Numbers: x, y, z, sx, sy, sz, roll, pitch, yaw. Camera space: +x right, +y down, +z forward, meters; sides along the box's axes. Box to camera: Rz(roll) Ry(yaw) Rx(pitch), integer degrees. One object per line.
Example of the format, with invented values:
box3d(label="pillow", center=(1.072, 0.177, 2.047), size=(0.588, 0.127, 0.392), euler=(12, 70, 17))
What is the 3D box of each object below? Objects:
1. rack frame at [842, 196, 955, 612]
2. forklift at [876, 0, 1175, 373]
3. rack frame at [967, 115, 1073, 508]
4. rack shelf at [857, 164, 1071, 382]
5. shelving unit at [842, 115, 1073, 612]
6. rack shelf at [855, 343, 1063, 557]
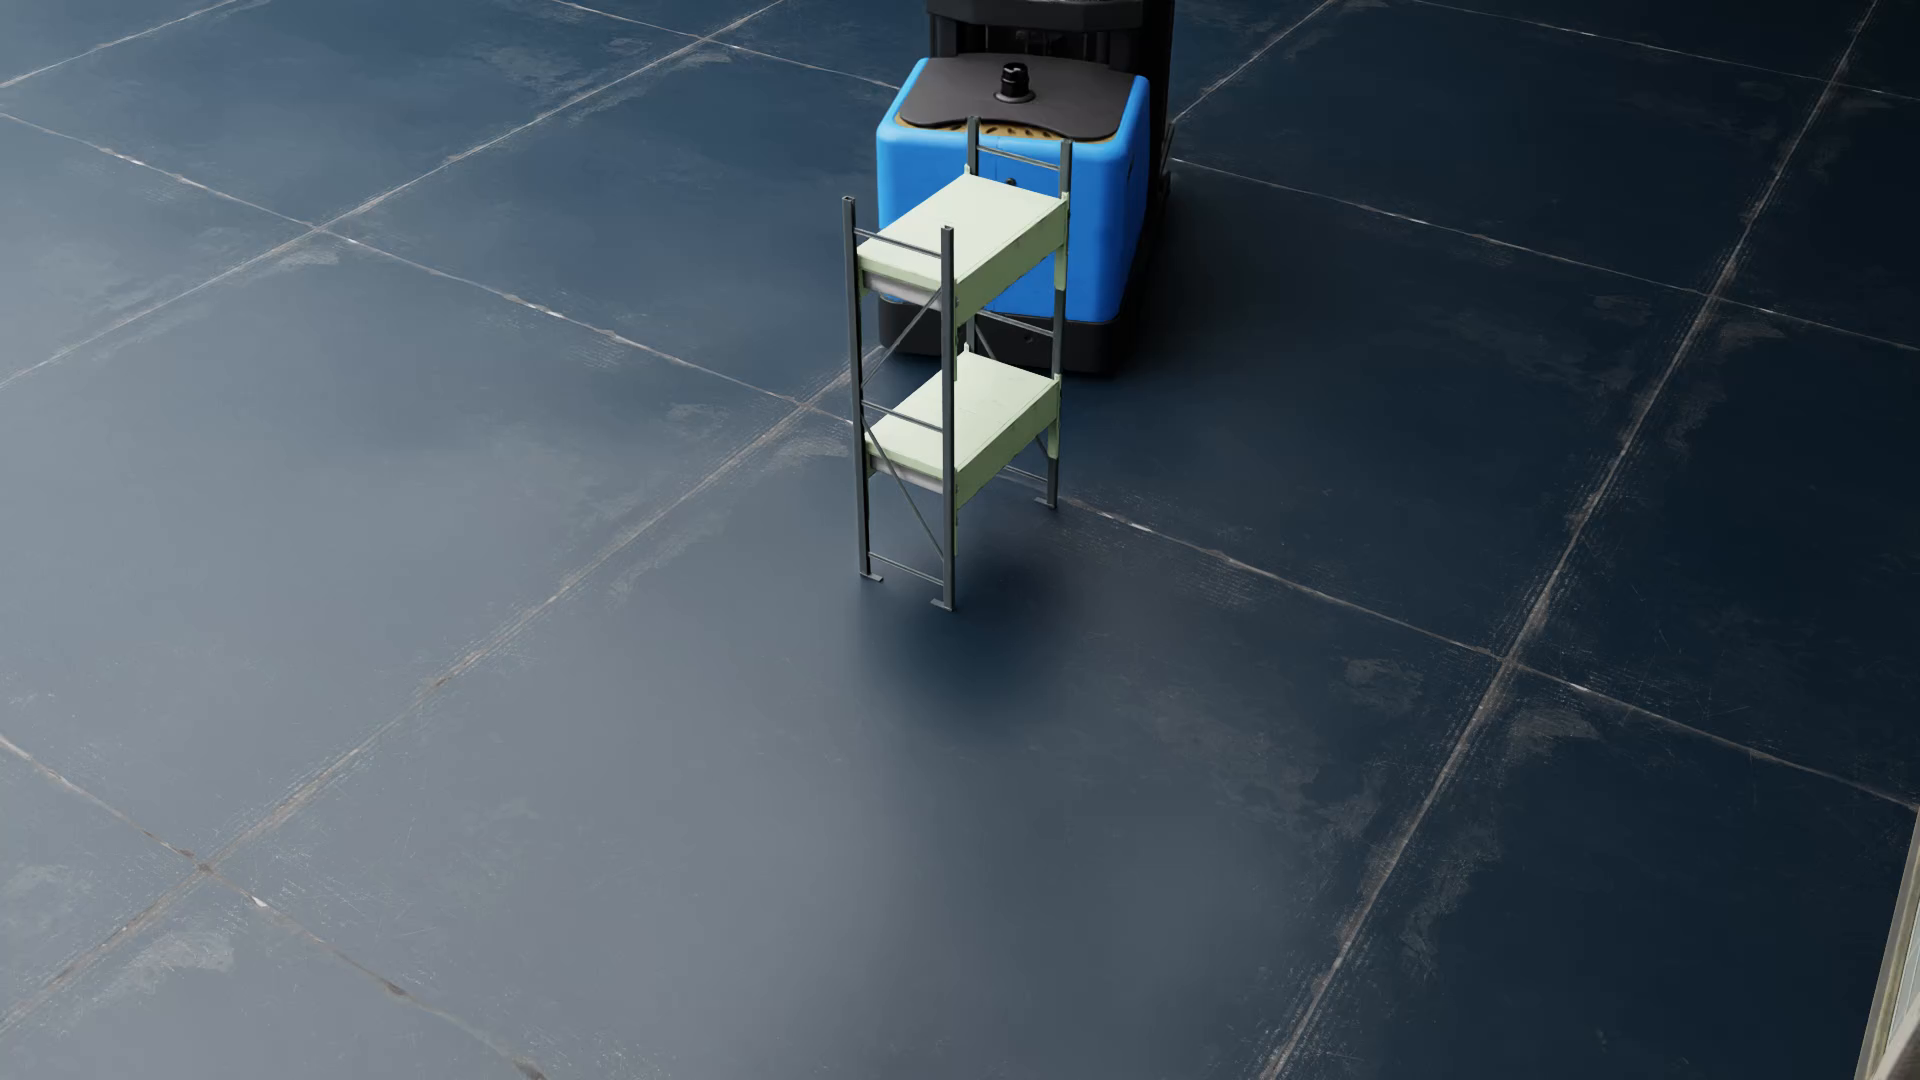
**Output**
box3d(label="rack frame", center=(-0.193, -0.409, 5.552), size=(0.400, 1.500, 0.023), euler=(21, 42, 25))
box3d(label="forklift", center=(0.455, -2.769, 7.441), size=(1.130, 2.935, 3.031), euler=(7, 38, 9))
box3d(label="rack frame", center=(0.200, -0.786, 6.041), size=(0.400, 1.500, 0.023), euler=(21, 42, 25))
box3d(label="rack shelf", center=(0.004, -0.907, 5.558), size=(0.431, 0.370, 0.720), euler=(21, 42, 25))
box3d(label="shelving unit", center=(0.004, -0.597, 5.797), size=(0.431, 1.500, 0.755), euler=(21, 42, 25))
box3d(label="rack shelf", center=(0.004, -0.339, 5.996), size=(0.431, 0.370, 0.720), euler=(21, 42, 25))
